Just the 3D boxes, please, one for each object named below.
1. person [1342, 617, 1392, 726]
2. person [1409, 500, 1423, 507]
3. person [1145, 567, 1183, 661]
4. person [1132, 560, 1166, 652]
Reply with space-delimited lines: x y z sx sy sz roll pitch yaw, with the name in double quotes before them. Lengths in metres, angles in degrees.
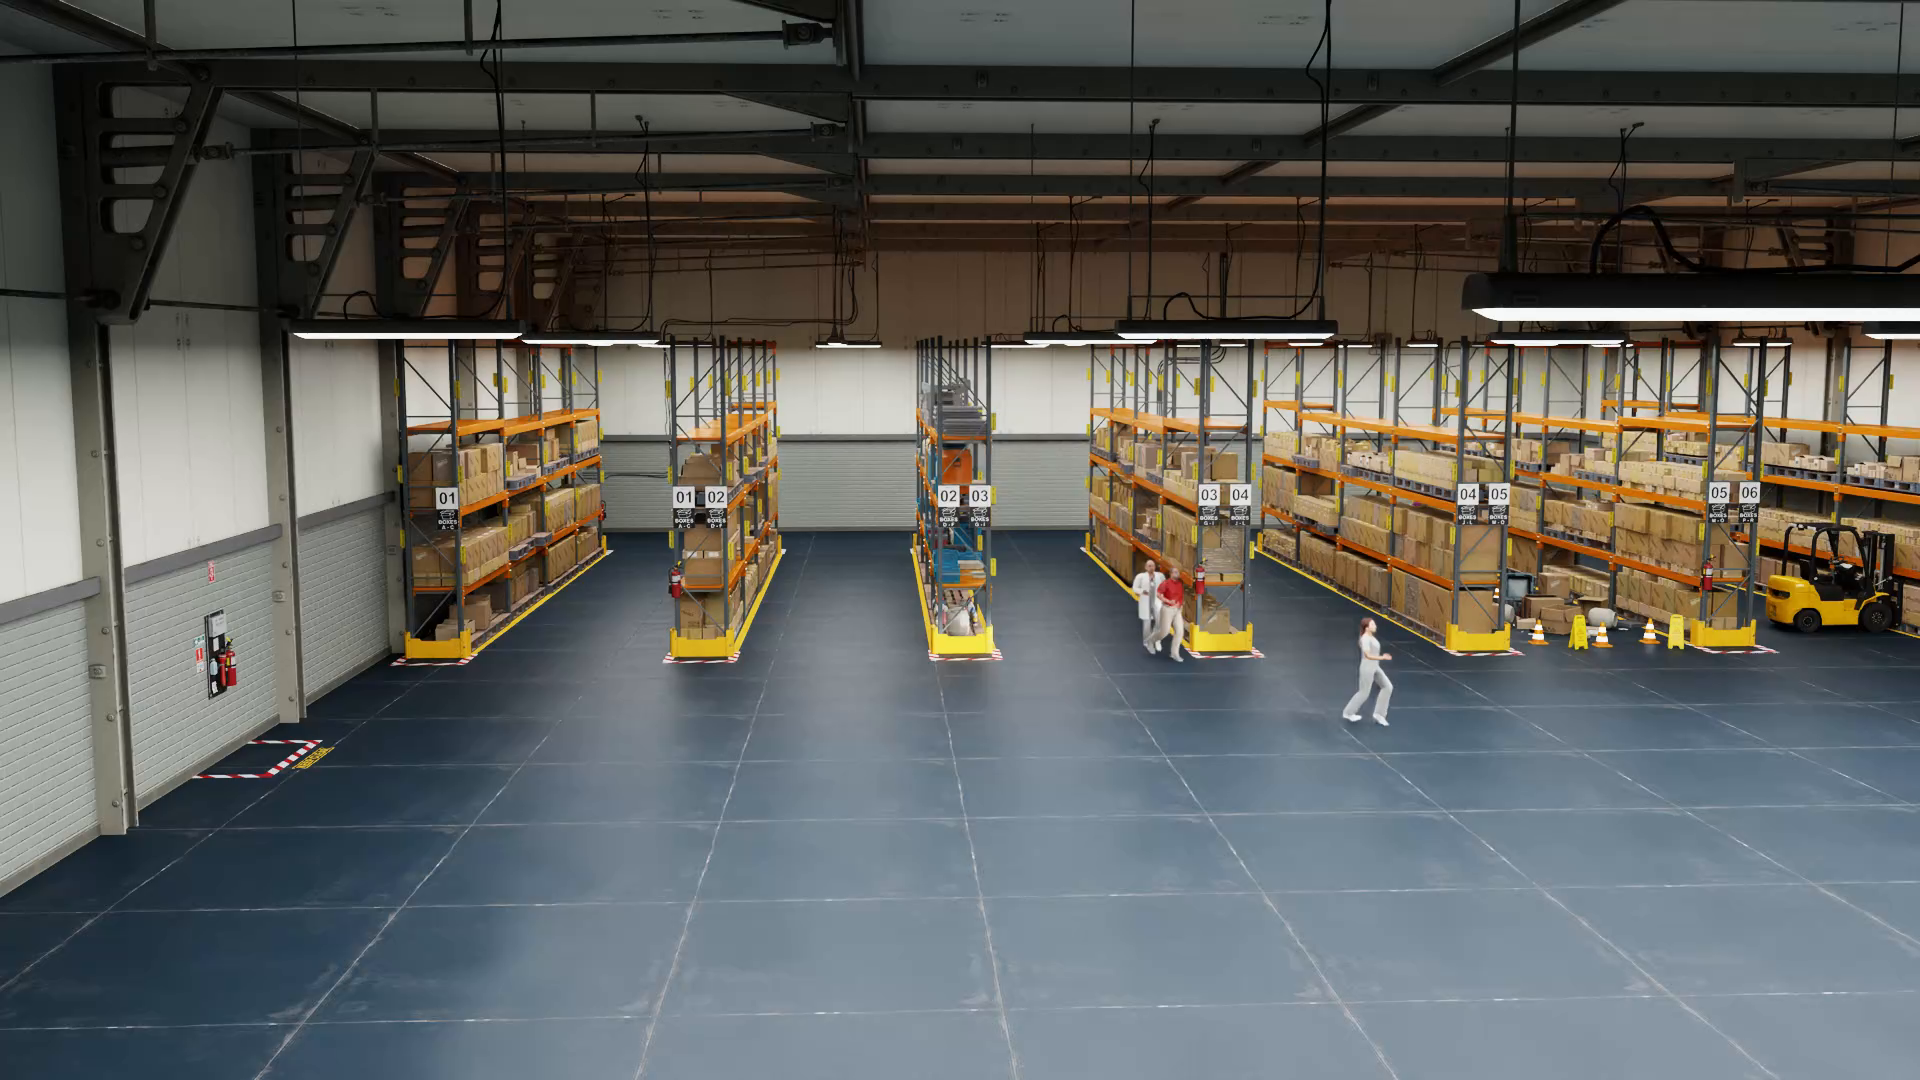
"person" 6.273 2.022 25.547 0.738 1.690 0.570 3 7 28
"person" 13.519 -0.740 49.481 0.535 1.704 0.731 2 7 16
"person" 3.923 1.360 31.099 0.681 1.741 0.866 -5 8 -37
"person" 3.636 1.247 31.736 0.718 1.748 0.801 0 6 -3
